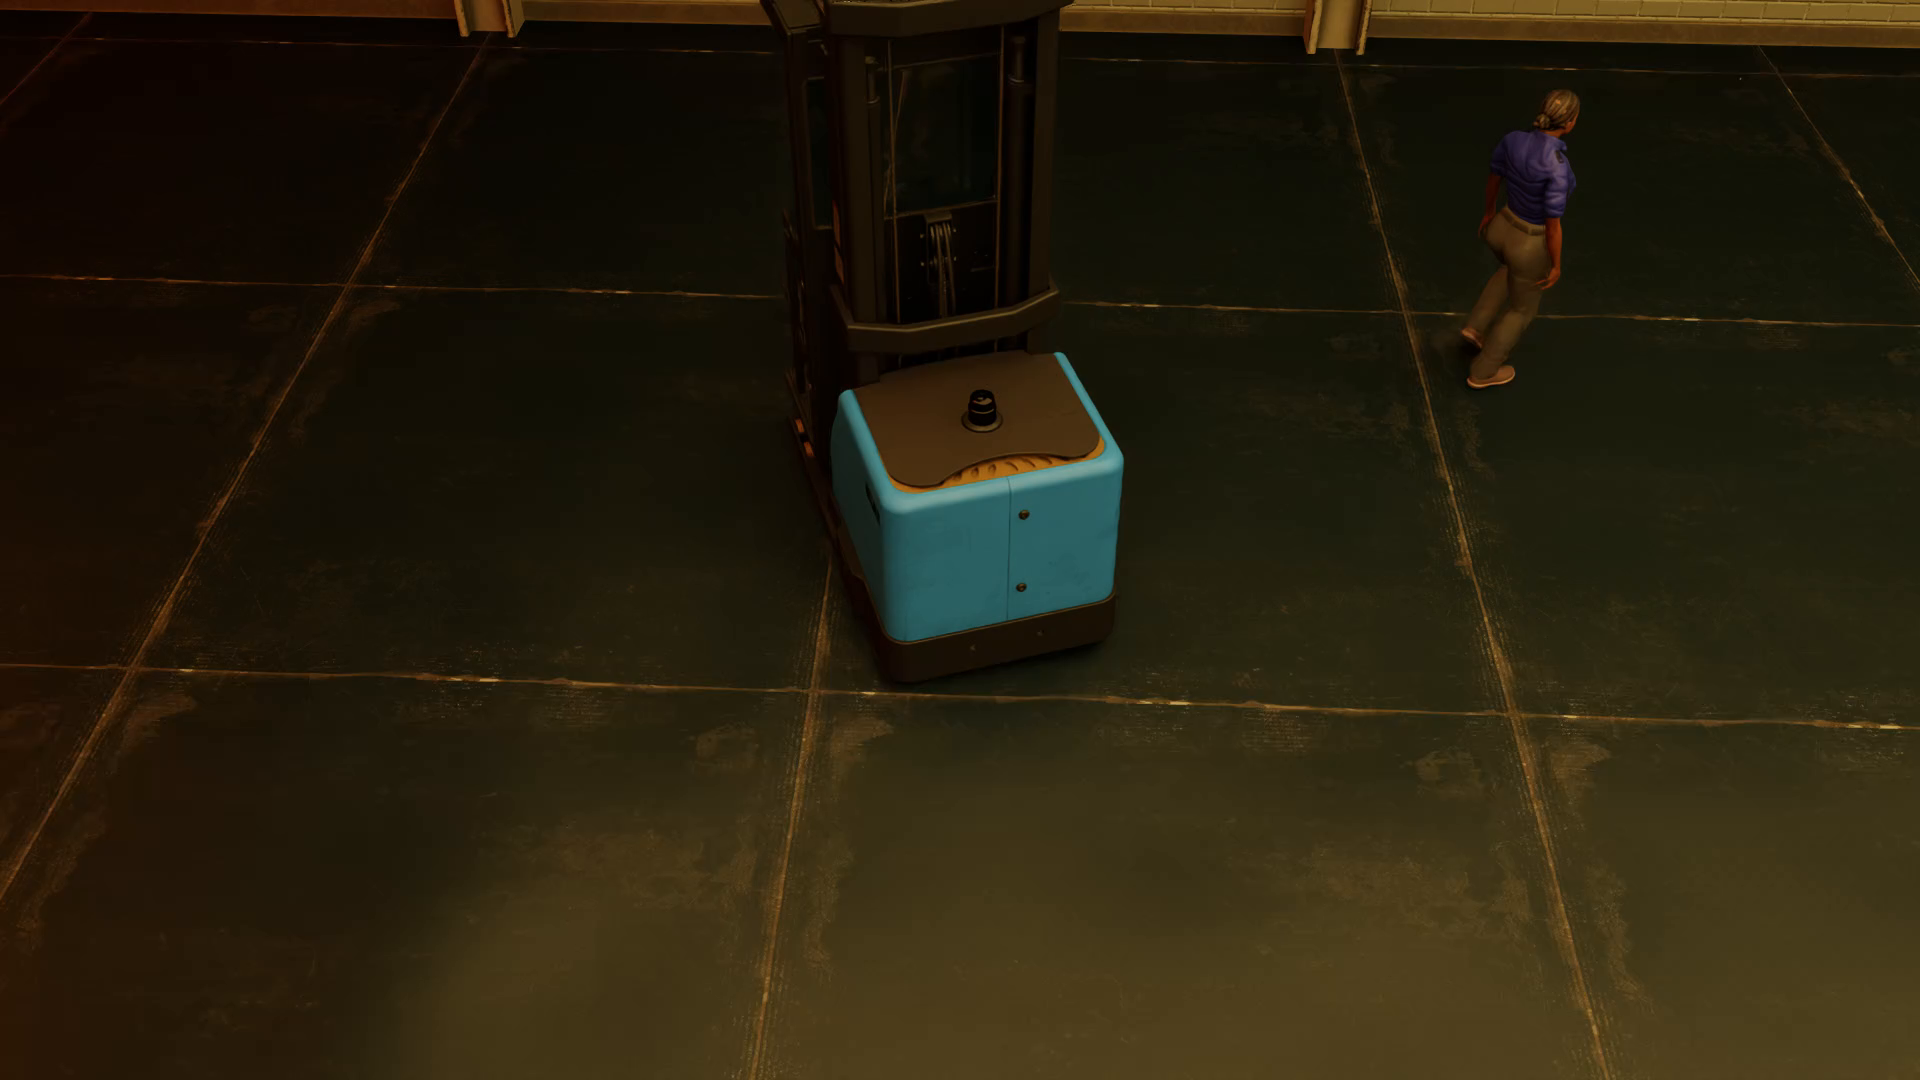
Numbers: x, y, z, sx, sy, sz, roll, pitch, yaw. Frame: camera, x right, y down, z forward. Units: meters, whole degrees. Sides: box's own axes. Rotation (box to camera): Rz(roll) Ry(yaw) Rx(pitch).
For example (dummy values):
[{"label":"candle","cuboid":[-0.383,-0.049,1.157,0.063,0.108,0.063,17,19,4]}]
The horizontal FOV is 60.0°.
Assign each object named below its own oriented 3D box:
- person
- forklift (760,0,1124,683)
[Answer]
[{"label":"person","cuboid":[2.867,-1.513,8.377,0.464,1.661,0.562,-17,45,-18]},{"label":"forklift","cuboid":[-0.231,-1.478,7.361,1.130,2.935,3.031,-11,44,-12]}]
